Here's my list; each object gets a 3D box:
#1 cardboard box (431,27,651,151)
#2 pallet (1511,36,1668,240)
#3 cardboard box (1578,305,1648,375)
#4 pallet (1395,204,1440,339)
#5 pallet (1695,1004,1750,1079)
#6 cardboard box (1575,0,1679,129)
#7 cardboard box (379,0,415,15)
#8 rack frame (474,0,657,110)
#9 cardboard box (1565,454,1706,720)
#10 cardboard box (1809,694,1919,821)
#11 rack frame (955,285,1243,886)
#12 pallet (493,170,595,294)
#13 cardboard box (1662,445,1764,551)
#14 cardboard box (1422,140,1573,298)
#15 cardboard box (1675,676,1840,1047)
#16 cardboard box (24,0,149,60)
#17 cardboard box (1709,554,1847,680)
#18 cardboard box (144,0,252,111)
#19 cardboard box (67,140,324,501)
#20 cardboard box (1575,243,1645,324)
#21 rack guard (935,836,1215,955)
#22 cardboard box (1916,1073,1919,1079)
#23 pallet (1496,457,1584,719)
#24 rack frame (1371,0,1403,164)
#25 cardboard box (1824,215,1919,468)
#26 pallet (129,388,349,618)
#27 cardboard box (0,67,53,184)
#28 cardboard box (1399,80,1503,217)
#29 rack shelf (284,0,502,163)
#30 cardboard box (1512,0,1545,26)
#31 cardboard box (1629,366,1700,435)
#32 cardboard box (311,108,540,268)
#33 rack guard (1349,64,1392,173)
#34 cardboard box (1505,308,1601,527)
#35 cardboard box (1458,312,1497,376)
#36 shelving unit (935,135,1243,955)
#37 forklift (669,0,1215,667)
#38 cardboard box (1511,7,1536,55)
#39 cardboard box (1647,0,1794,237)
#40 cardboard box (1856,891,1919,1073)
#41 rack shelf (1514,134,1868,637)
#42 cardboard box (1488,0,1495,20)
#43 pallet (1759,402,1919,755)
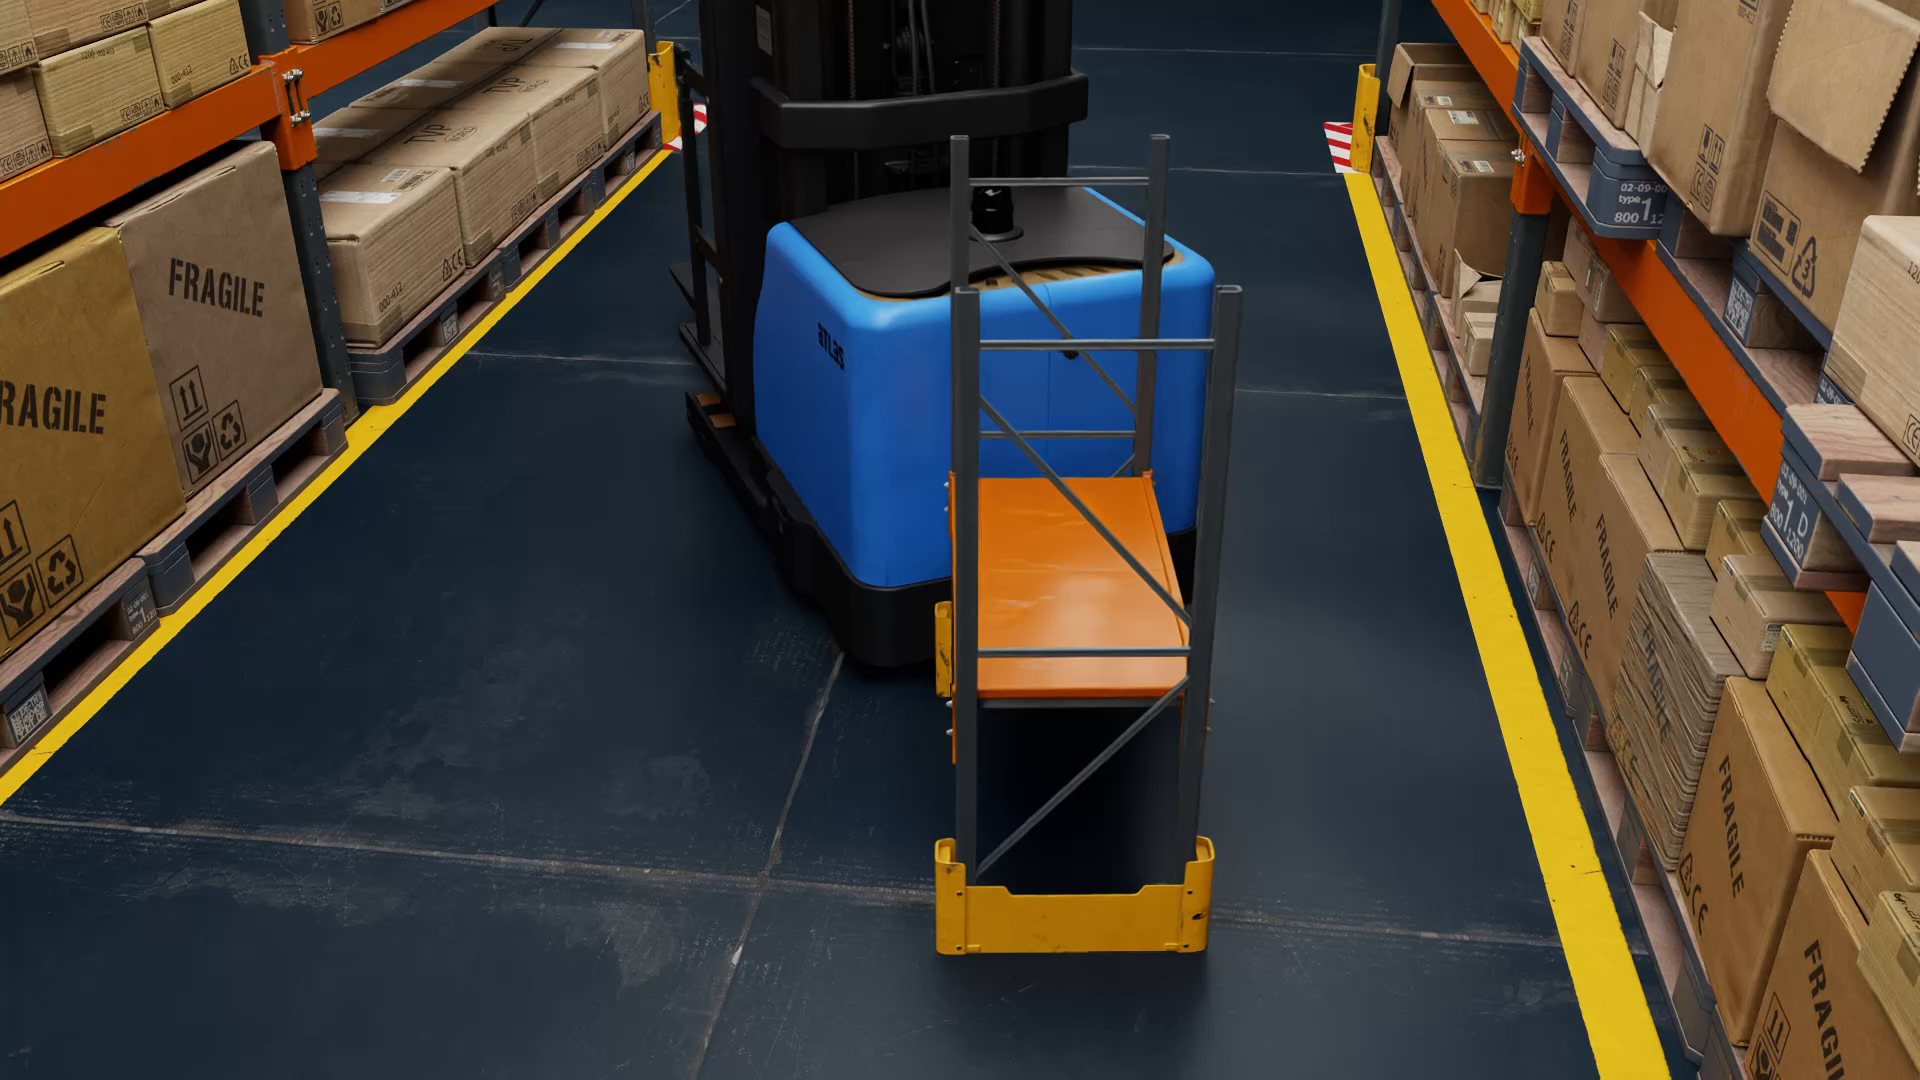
[{"bbox_3d":[-2.191,-2.396,8.794,0.875,0.438,0.875,2,28,4],"label":"cardboard box"},{"bbox_3d":[2.021,-1.032,4.205,1.003,0.211,1.213,3,28,6],"label":"pallet"},{"bbox_3d":[1.962,-0.568,4.650,0.380,0.149,0.250,3,28,5],"label":"cardboard box"},{"bbox_3d":[2.459,-1.158,7.176,1.003,0.211,1.213,3,28,6],"label":"pallet"},{"bbox_3d":[1.866,1.275,2.661,1.003,0.211,1.213,3,28,6],"label":"pallet"},{"bbox_3d":[1.882,-1.257,3.872,0.700,0.500,0.500,4,29,7],"label":"cardboard box"},{"bbox_3d":[-2.316,-2.259,6.175,0.500,0.500,0.500,4,29,7],"label":"cardboard box"},{"bbox_3d":[-2.209,-3.656,8.873,1.000,3.000,0.127,3,28,6],"label":"rack frame"},{"bbox_3d":[1.824,0.130,4.039,0.500,0.500,0.500,3,28,5],"label":"cardboard box"},{"bbox_3d":[1.702,0.406,2.842,0.380,0.149,0.250,4,29,8],"label":"cardboard box"},{"bbox_3d":[0.242,0.223,3.255,0.500,1.500,0.032,0,28,-1],"label":"rack frame"},{"bbox_3d":[-2.382,-1.474,7.764,1.003,0.211,1.213,3,28,6],"label":"pallet"},{"bbox_3d":[1.821,-0.084,3.753,0.380,0.149,0.250,4,29,8],"label":"cardboard box"},{"bbox_3d":[2.278,-1.282,6.660,0.700,0.500,0.500,2,28,4],"label":"cardboard box"},{"bbox_3d":[1.709,0.619,3.131,0.500,0.500,0.500,5,29,8],"label":"cardboard box"},{"bbox_3d":[-2.566,-1.470,4.446,0.500,0.250,0.500,4,29,7],"label":"cardboard box"},{"bbox_3d":[1.737,0.157,3.305,0.380,0.149,0.250,2,28,4],"label":"cardboard box"},{"bbox_3d":[-2.504,-1.481,4.995,0.500,0.250,0.500,3,28,5],"label":"cardboard box"},{"bbox_3d":[-2.696,-0.726,5.232,0.875,0.875,0.875,4,29,8],"label":"cardboard box"},{"bbox_3d":[1.935,-0.709,4.598,0.380,0.149,0.250,2,28,4],"label":"cardboard box"},{"bbox_3d":[0.241,0.764,3.569,0.587,0.250,0.087,0,28,-1],"label":"rack guard"},{"bbox_3d":[1.576,1.101,2.237,0.500,0.500,0.500,4,29,8],"label":"cardboard box"},{"bbox_3d":[2.165,0.127,4.793,1.003,0.211,1.213,3,28,6],"label":"pallet"},{"bbox_3d":[2.717,-3.369,8.341,1.000,3.000,0.127,3,28,6],"label":"rack frame"},{"bbox_3d":[1.545,-0.238,2.244,0.500,0.250,0.500,2,28,4],"label":"cardboard box"},{"bbox_3d":[-2.719,-0.178,5.357,1.003,0.211,1.213,3,28,6],"label":"pallet"},{"bbox_3d":[-2.649,-1.005,4.111,0.500,0.250,0.500,3,28,5],"label":"cardboard box"},{"bbox_3d":[2.405,-1.771,7.567,0.700,0.500,0.500,4,29,8],"label":"cardboard box"},{"bbox_3d":[-2.454,-2.398,7.296,1.077,0.370,4.000,3,28,6],"label":"rack shelf"},{"bbox_3d":[2.048,-1.805,5.282,0.500,0.250,0.500,4,29,7],"label":"cardboard box"},{"bbox_3d":[1.922,-0.317,4.184,0.380,0.149,0.250,3,28,5],"label":"cardboard box"},{"bbox_3d":[-2.407,-1.540,7.205,0.875,0.438,0.875,3,28,5],"label":"cardboard box"},{"bbox_3d":[2.708,-2.233,8.867,1.175,0.500,0.348,3,28,6],"label":"rack guard"},{"bbox_3d":[1.945,-0.356,4.941,0.500,0.500,0.500,5,29,8],"label":"cardboard box"},{"bbox_3d":[2.004,-0.695,5.941,0.380,0.149,0.250,3,28,5],"label":"cardboard box"},{"bbox_3d":[0.235,-0.023,3.711,0.587,1.500,1.083,0,28,-1],"label":"shelving unit"},{"bbox_3d":[-0.328,-1.629,5.183,1.130,2.935,3.031,-11,30,-19],"label":"forklift"},{"bbox_3d":[2.026,-1.664,5.441,0.380,0.149,0.250,4,29,8],"label":"cardboard box"},{"bbox_3d":[1.786,-0.887,3.186,0.700,0.500,0.500,3,28,6],"label":"cardboard box"},{"bbox_3d":[1.549,0.649,2.391,0.380,0.149,0.250,2,28,4],"label":"cardboard box"},{"bbox_3d":[1.982,-0.228,3.269,1.077,0.370,4.000,3,28,6],"label":"rack shelf"},{"bbox_3d":[2.093,-1.910,5.897,0.380,0.149,0.250,4,29,8],"label":"cardboard box"},{"bbox_3d":[1.750,0.158,1.996,1.213,0.211,1.003,3,28,6],"label":"pallet"}]
